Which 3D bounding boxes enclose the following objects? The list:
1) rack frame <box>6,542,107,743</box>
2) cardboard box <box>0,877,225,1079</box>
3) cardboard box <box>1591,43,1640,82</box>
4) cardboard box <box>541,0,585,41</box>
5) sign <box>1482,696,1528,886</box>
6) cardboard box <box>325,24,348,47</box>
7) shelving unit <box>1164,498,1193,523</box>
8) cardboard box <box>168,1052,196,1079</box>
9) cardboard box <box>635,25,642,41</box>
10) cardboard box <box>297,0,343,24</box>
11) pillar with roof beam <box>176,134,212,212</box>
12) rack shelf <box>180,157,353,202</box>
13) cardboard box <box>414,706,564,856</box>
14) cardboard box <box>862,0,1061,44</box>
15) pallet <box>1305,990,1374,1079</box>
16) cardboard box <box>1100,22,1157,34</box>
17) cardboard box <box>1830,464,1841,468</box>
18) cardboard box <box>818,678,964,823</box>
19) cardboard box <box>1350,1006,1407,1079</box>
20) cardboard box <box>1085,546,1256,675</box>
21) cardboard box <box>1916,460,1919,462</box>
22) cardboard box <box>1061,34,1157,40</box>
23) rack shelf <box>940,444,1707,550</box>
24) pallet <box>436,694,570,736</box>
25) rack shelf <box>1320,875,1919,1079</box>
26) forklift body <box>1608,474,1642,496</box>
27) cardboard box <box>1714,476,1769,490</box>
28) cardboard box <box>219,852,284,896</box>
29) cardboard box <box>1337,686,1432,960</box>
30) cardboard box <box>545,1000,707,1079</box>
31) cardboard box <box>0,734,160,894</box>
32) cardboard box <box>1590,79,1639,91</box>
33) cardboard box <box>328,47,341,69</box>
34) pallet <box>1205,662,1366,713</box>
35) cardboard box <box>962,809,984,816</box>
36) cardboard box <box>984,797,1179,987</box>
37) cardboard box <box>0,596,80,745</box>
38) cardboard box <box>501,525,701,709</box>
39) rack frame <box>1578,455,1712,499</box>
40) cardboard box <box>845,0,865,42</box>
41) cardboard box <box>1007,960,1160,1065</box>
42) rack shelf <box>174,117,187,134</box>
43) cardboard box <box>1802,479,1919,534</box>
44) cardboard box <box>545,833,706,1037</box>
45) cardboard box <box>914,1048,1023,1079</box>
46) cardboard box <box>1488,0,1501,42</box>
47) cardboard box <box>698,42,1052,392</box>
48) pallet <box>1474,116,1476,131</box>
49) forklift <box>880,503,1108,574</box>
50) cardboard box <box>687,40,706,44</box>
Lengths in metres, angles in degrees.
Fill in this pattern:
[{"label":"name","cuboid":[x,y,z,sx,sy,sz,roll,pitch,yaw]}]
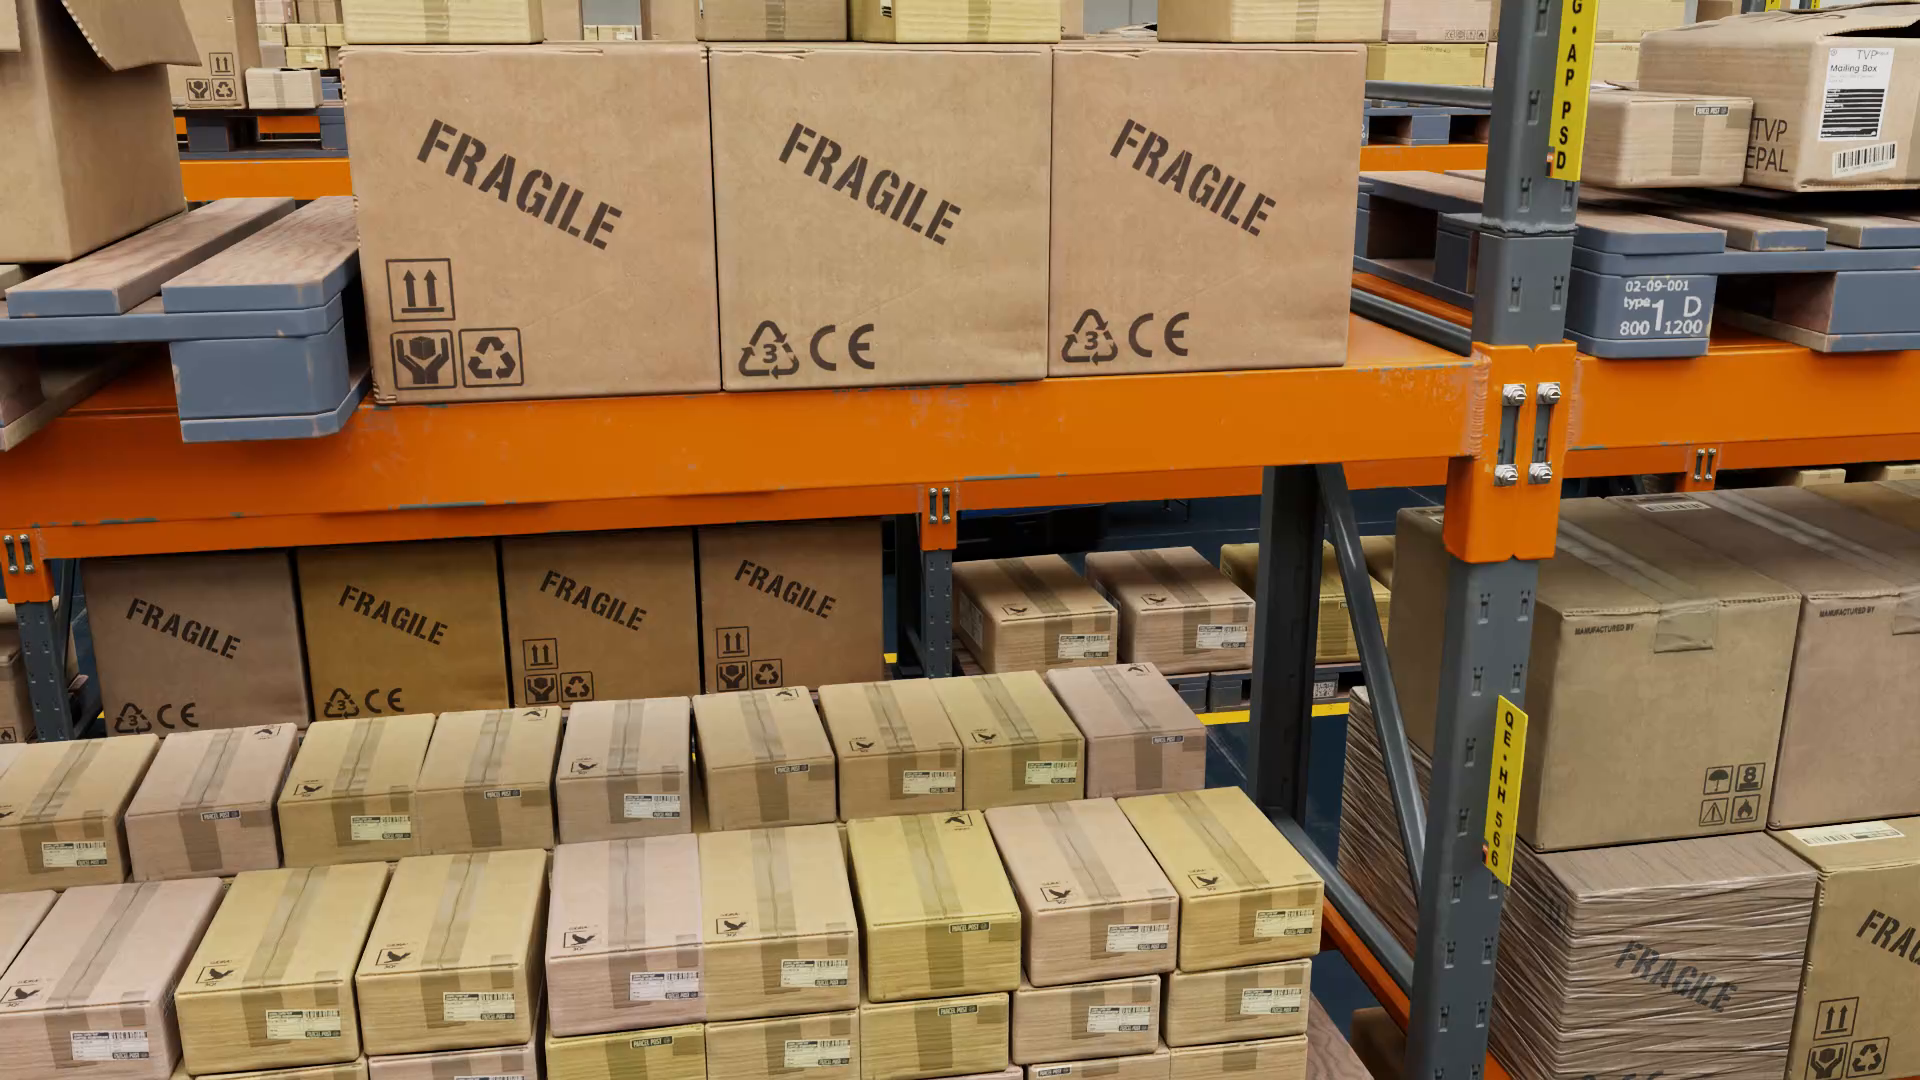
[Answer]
[{"label":"rack frame","cuboid":[-4.121,-0.398,7.497,0.127,3.000,1.000,-3,17,-10]},{"label":"cardboard box","cuboid":[-1.339,0.697,2.633,0.250,0.149,0.380,-3,17,-8]},{"label":"cardboard box","cuboid":[3.188,-2.332,8.226,0.500,0.250,0.500,-4,17,-12]},{"label":"cardboard box","cuboid":[-1.869,-2.121,7.114,0.500,0.500,0.500,-3,17,-10]},{"label":"sign","cuboid":[0.957,0.441,2.929,0.005,0.325,0.100,-3,17,-10]},{"label":"cardboard box","cuboid":[-4.184,-3.460,11.396,0.250,0.149,0.380,-4,17,-11]},{"label":"shelving unit","cuboid":[1.210,-0.858,11.552,0.755,1.500,0.431,-6,18,-18]},{"label":"cardboard box","cuboid":[-1.321,0.837,2.684,0.250,0.149,0.380,-4,17,-11]},{"label":"cardboard box","cuboid":[-2.208,-3.626,11.969,0.250,0.149,0.380,-4,17,-11]},{"label":"cardboard box","cuboid":[-4.525,-3.792,11.770,0.258,0.266,0.396,-3,17,-10]},{"label":"pillar with roof beam","cuboid":[-5.104,-3.676,7.954,0.400,9.000,9.100,-3,17,-10]},{"label":"rack shelf","cuboid":[-2.157,-1.599,7.525,4.000,0.370,1.077,-3,17,-10]},{"label":"cardboard box","cuboid":[-0.936,0.479,3.341,0.250,0.149,0.380,-3,17,-9]},{"label":"cardboard box","cuboid":[-0.004,-0.916,2.603,0.258,0.266,0.396,-3,17,-10]},{"label":"pallet","cuboid":[0.165,0.963,3.394,1.003,0.211,1.213,-3,17,-10]},{"label":"cardboard box","cuboid":[1.371,-3.760,12.603,0.500,0.311,0.500,-4,17,-12]},{"label":"cardboard box","cuboid":[4.763,-0.227,9.633,0.500,0.500,0.500,-3,17,-9]},{"label":"cardboard box","cuboid":[-0.151,0.434,3.490,0.250,0.149,0.380,-3,17,-11]},{"label":"cardboard box","cuboid":[1.460,1.668,3.890,0.750,0.750,1.050,-3,17,-11]},{"label":"cardboard box","cuboid":[1.086,0.363,8.781,0.625,0.372,0.950,-4,17,-12]},{"label":"cardboard box","cuboid":[5.267,-0.388,9.051,0.250,0.149,0.380,-2,17,-7]},{"label":"cardboard box","cuboid":[0.739,-2.152,7.930,0.500,0.500,0.700,-3,17,-10]},{"label":"rack shelf","cuboid":[1.770,-0.388,8.691,4.000,0.370,1.077,-3,17,-10]},{"label":"pallet","cuboid":[-2.177,0.802,8.342,1.213,0.211,1.003,-3,17,-10]},{"label":"rack shelf","cuboid":[2.809,1.033,4.064,4.000,0.370,1.077,-3,17,-10]},{"label":"forklift body","cuboid":[5.200,-1.459,12.400,1.214,2.155,2.313,-3,17,-10]},{"label":"cardboard box","cuboid":[4.364,-0.043,9.034,0.500,0.500,0.500,-2,17,-8]},{"label":"cardboard box","cuboid":[-1.436,0.647,3.301,0.250,0.149,0.380,-3,17,-10]},{"label":"cardboard box","cuboid":[1.236,0.651,3.914,0.500,0.500,0.500,-3,17,-10]},{"label":"cardboard box","cuboid":[-0.564,0.795,2.822,0.250,0.149,0.380,-3,17,-11]},{"label":"cardboard box","cuboid":[-1.708,0.524,3.197,0.250,0.149,0.380,-4,17,-12]},{"label":"cardboard box","cuboid":[1.391,-0.867,3.428,0.250,0.166,0.380,-3,17,-10]},{"label":"cardboard box","cuboid":[-4.206,-3.339,11.509,0.250,0.149,0.380,-3,17,-10]},{"label":"pallet","cuboid":[1.769,0.603,8.991,1.213,0.211,1.003,-3,17,-10]},{"label":"cardboard box","cuboid":[0.066,0.563,3.576,0.250,0.149,0.380,-2,17,-8]},{"label":"cardboard box","cuboid":[0.204,0.609,2.921,0.250,0.149,0.380,-3,17,-11]},{"label":"cardboard box","cuboid":[-4.758,0.630,7.799,0.875,0.438,0.875,-3,17,-11]},{"label":"cardboard box","cuboid":[-1.764,0.258,8.268,0.875,0.875,0.875,-3,17,-10]},{"label":"rack frame","cuboid":[3.734,-0.843,8.948,0.127,3.000,1.000,-3,17,-10]},{"label":"cardboard box","cuboid":[-0.111,-1.075,3.120,0.258,0.266,0.396,-3,17,-10]},{"label":"cardboard box","cuboid":[0.184,0.752,2.960,0.250,0.149,0.380,-3,17,-8]},{"label":"rack shelf","cuboid":[-7.030,-2.807,11.458,4.000,0.370,1.077,-3,17,-10]},{"label":"cardboard box","cuboid":[2.287,0.195,3.694,0.500,0.500,0.700,-4,17,-11]},{"label":"cardboard box","cuboid":[-0.553,0.651,2.783,0.250,0.149,0.380,-3,17,-10]},{"label":"cardboard box","cuboid":[-0.049,0.908,2.959,0.250,0.149,0.380,-3,17,-10]},{"label":"cardboard box","cuboid":[2.597,-2.697,8.565,0.500,0.250,0.500,-4,17,-12]},{"label":"cardboard box","cuboid":[-0.156,-0.544,2.695,0.500,0.500,0.500,-3,17,-10]},{"label":"pallet","cuboid":[3.108,-2.184,8.523,1.003,0.211,1.213,-3,17,-10]},{"label":"forklift","cuboid":[-0.588,-1.341,10.684,3.031,2.935,1.130,-6,18,-18]},{"label":"cardboard box","cuboid":[-0.256,-0.696,3.189,0.500,0.500,0.500,-3,17,-10]}]
